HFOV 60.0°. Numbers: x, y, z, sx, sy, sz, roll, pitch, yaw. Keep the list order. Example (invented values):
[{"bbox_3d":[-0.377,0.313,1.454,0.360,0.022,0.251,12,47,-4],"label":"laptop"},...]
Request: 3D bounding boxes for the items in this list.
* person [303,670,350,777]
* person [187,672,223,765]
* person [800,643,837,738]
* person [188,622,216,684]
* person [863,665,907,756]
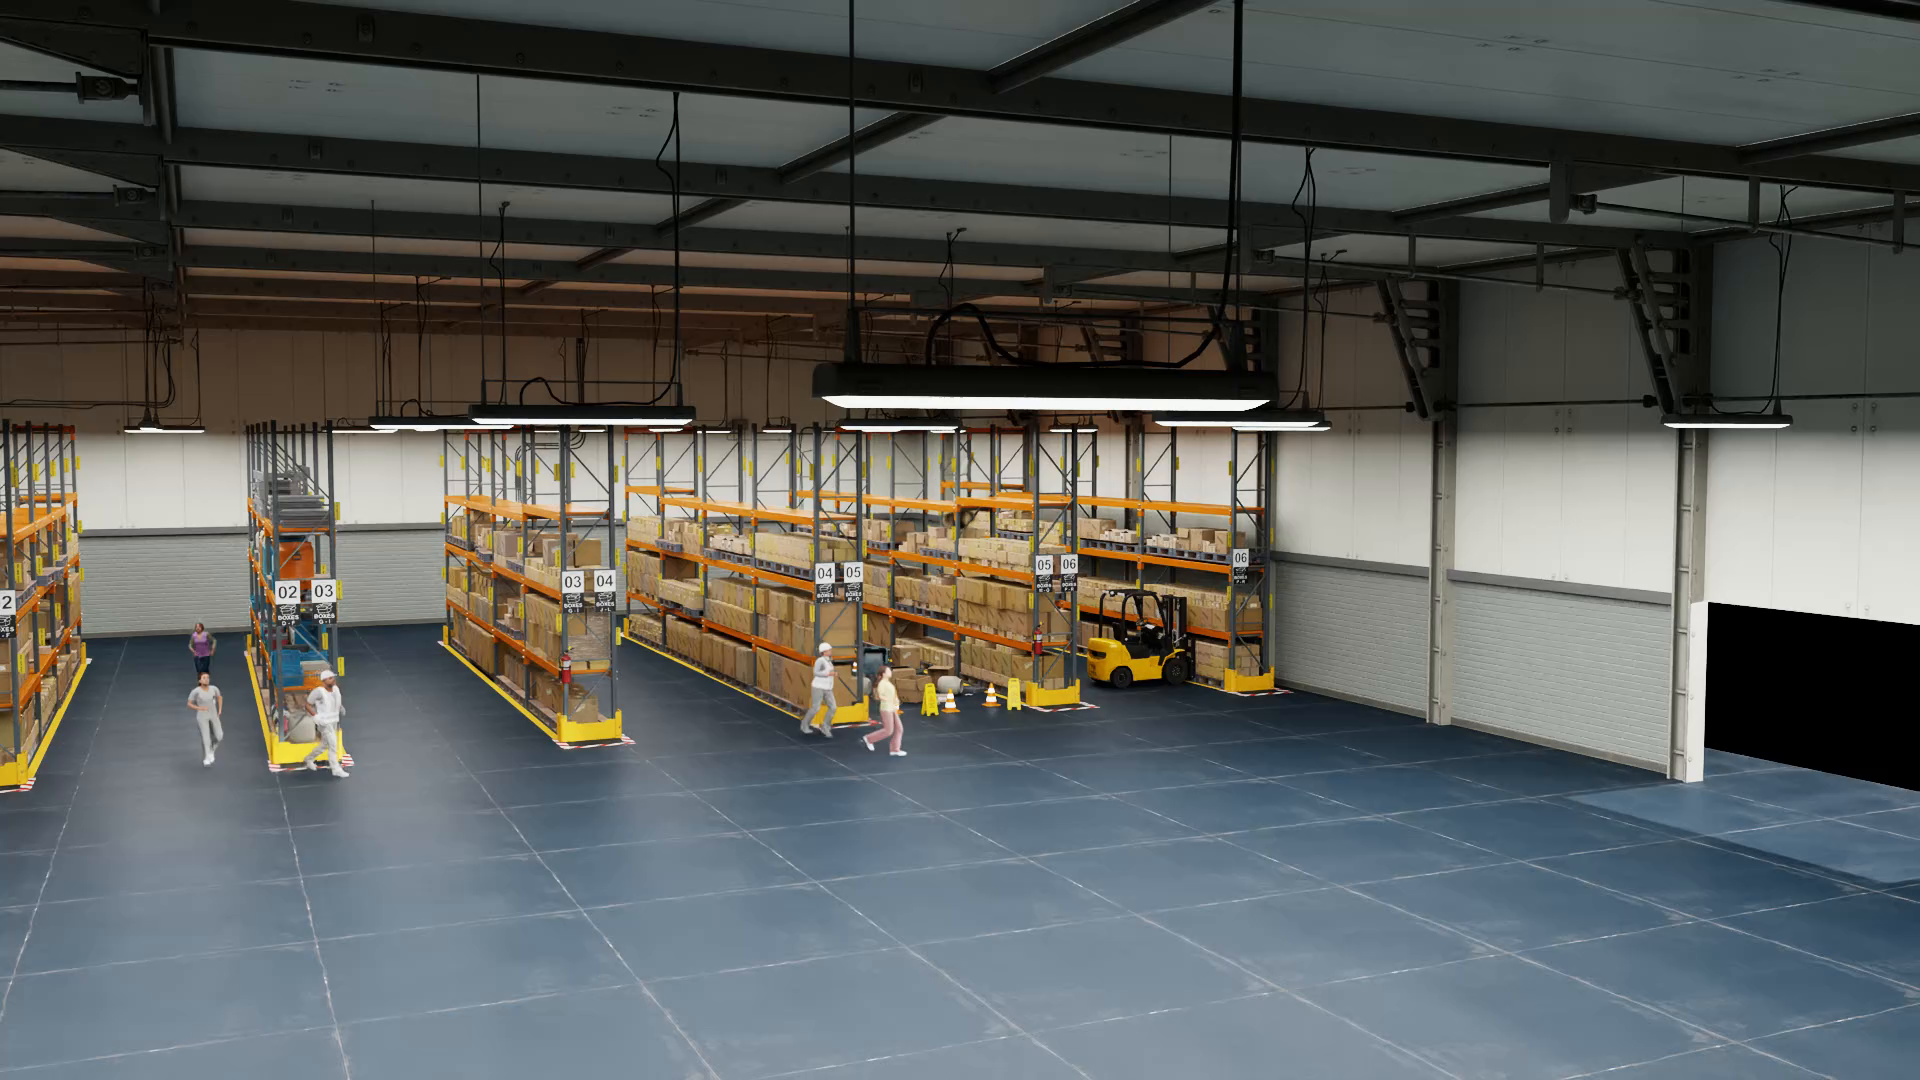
[{"bbox_3d":[-10.639,3.058,27.896,0.930,1.771,0.674,1,4,15],"label":"person"},{"bbox_3d":[-13.025,3.092,28.790,0.538,1.627,0.627,3,5,44],"label":"person"},{"bbox_3d":[-2.621,2.867,31.839,0.731,1.800,0.661,2,4,30],"label":"person"},{"bbox_3d":[-17.010,2.621,37.321,0.560,1.558,0.605,-1,4,-17],"label":"person"},{"bbox_3d":[-1.336,3.045,29.751,0.774,1.630,0.587,1,4,10],"label":"person"}]
